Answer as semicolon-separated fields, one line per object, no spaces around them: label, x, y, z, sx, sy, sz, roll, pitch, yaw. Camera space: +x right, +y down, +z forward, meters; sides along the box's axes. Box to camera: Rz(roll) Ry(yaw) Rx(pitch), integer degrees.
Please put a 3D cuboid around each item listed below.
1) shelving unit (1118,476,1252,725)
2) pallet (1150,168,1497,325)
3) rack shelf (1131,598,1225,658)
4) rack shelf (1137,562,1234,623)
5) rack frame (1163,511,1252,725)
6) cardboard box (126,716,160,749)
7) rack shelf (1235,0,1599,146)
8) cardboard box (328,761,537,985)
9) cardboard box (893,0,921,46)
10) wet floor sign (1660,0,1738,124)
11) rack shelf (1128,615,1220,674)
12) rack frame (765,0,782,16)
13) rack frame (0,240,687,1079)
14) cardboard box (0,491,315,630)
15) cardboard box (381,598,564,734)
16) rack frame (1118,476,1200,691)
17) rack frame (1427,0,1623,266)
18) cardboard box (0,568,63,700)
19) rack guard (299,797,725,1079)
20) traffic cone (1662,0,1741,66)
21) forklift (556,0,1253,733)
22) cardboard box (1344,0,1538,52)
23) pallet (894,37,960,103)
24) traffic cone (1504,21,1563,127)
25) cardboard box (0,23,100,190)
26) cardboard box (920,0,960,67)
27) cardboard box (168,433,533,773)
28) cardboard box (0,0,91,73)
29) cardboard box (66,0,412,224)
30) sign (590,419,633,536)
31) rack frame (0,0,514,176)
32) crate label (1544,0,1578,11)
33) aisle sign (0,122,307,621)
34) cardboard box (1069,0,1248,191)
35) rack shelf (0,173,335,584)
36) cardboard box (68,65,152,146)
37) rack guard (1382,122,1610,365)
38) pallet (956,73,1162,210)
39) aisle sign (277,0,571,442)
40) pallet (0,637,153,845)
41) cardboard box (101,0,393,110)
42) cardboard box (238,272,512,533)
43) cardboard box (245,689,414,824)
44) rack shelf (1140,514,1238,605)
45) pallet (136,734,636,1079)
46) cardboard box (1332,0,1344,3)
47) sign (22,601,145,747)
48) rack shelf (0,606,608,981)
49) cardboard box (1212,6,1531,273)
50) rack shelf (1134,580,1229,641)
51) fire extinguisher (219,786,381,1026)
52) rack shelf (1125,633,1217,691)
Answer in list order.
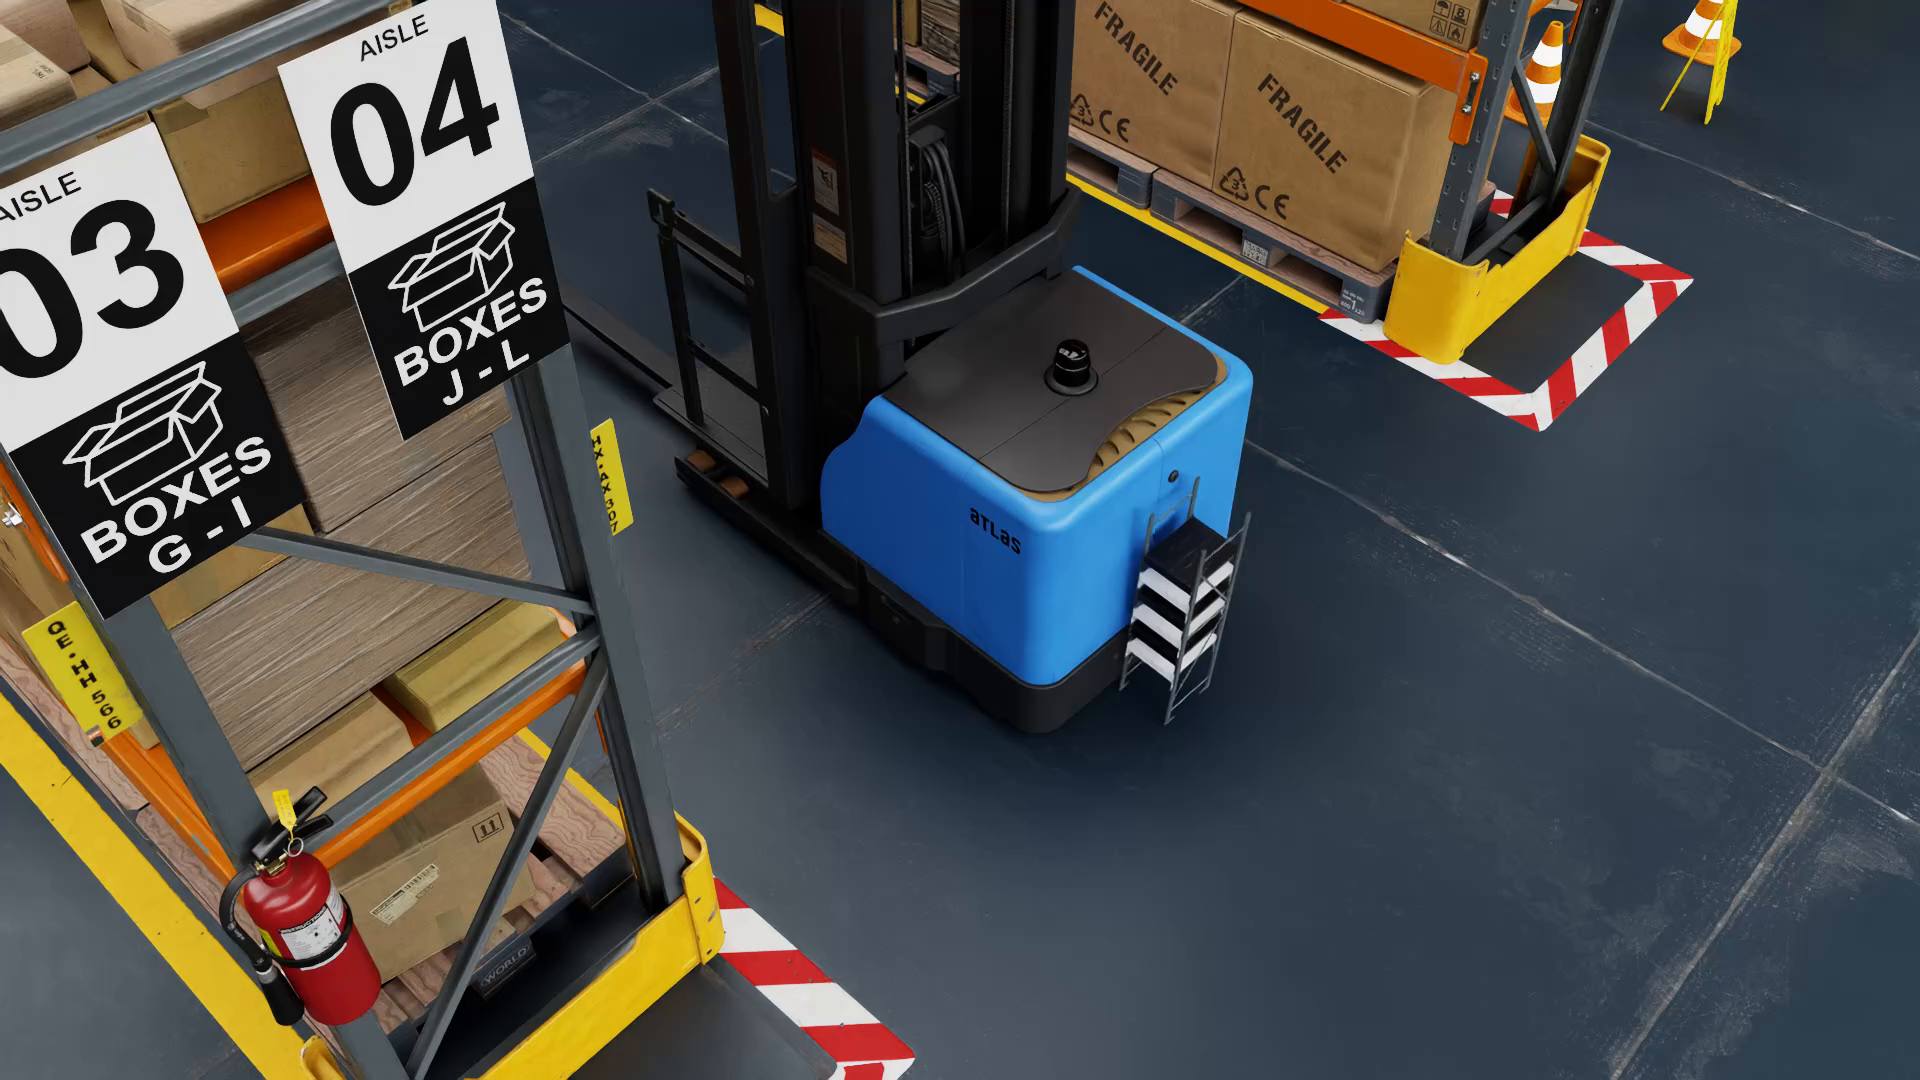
shelving unit;0.721;0.215;5.424;0.210;0.900;0.258;37;57;26
pallet;1.636;-1.546;7.557;1.213;0.211;1.003;34;55;28
rack shelf;0.720;0.237;5.449;0.200;0.077;0.258;37;57;26
rack shelf;0.726;0.119;5.314;0.200;0.077;0.258;37;57;26
rack frame;0.794;0.271;5.379;0.006;0.900;0.240;37;57;26
cardboard box;-1.913;0.295;4.087;0.250;0.149;0.380;34;55;28
rack shelf;0.807;-2.890;7.400;4.000;0.370;1.077;34;55;28
cardboard box;-1.609;0.854;4.817;0.500;0.500;0.500;-28;53;-24
cardboard box;-0.248;-3.193;8.360;0.875;0.875;0.875;35;56;28
wet floor sign;3.641;-2.388;8.050;0.232;0.644;0.267;25;52;22
rack shelf;0.717;0.297;5.517;0.200;0.077;0.258;37;57;26
rack frame;-0.662;-4.125;8.066;0.127;3.000;1.000;34;55;28
rack frame;-1.161;0.460;3.761;0.127;3.000;1.000;34;55;28
cardboard box;-1.733;-0.158;3.382;0.500;0.500;0.500;34;55;28
cardboard box;-1.209;0.277;4.105;0.250;0.149;0.380;34;55;28
rack frame;0.649;0.160;5.469;0.006;0.900;0.240;37;57;26
rack frame;2.277;-2.147;6.209;0.127;3.000;1.000;34;55;28
cardboard box;-1.996;-0.146;4.057;0.500;0.500;0.875;34;55;28
rack guard;-1.217;1.278;4.707;0.348;0.500;1.175;34;55;28
traffic cone;3.866;-2.740;8.505;0.334;0.463;0.336;34;55;28
forklift;-0.445;-1.325;5.483;3.031;2.935;1.130;36;56;29
cardboard box;1.974;-2.358;6.304;0.550;0.550;0.875;34;55;28
pallet;-0.157;-2.753;8.690;1.213;0.211;1.003;34;55;28
traffic cone;2.850;-2.302;8.094;0.334;0.463;0.336;34;55;28
cardboard box;-1.577;-0.622;2.549;0.250;0.149;0.380;34;55;28
cardboard box;0.417;-2.750;7.943;0.875;0.875;0.875;34;56;28
cardboard box;-1.547;0.037;3.885;0.500;0.500;0.875;34;55;28
cardboard box;-1.689;-0.814;2.728;0.250;0.149;0.380;32;55;27
cardboard box;-1.340;-0.892;3.076;0.500;0.250;0.500;36;56;29
sign;-0.793;-0.127;3.718;0.005;0.325;0.100;34;55;28
rack frame;-1.161;-1.594;1.574;0.127;3.000;1.000;34;55;28
crate label;3.246;-2.984;8.958;0.298;0.136;0.250;9;48;9
aisle sign;-1.319;-0.239;2.633;0.004;0.787;0.394;34;55;28
cardboard box;1.086;-2.298;7.519;0.875;0.875;0.875;33;55;27
rack shelf;-2.631;-1.310;3.858;4.000;0.370;1.077;34;55;28
cardboard box;-1.688;-0.618;2.818;0.500;0.250;0.500;35;56;28
rack guard;2.295;-1.280;7.109;0.348;0.500;1.175;34;55;28
pallet;0.744;-2.150;8.124;1.213;0.211;1.003;34;55;28
aisle sign;-0.912;-0.560;2.935;0.004;0.787;0.394;34;55;28
pallet;-2.682;0.353;5.774;1.213;0.211;1.003;34;55;28
cardboard box;-1.207;-0.912;2.821;0.250;0.149;0.380;34;55;27
cardboard box;-1.381;-0.437;3.644;0.500;0.500;0.500;34;55;28
cardboard box;-1.511;0.515;3.881;0.250;0.149;0.380;34;55;28
rack shelf;0.729;0.059;5.246;0.200;0.077;0.258;37;57;26
pallet;-1.790;0.956;5.208;1.213;0.211;1.003;34;55;28
cardboard box;1.555;-2.618;6.548;0.550;0.550;0.875;34;55;28
sign;-1.552;0.243;2.954;0.005;0.325;0.100;34;55;28
rack shelf;-2.631;-0.283;4.952;4.000;0.370;1.077;34;55;28
cardboard box;1.734;-1.864;7.112;0.875;0.875;0.875;34;56;28
rack shelf;0.723;0.178;5.382;0.200;0.077;0.258;37;57;26
fire extinguisher;-1.390;0.790;3.504;0.183;0.674;0.296;34;55;28
rack shelf;0.714;0.356;5.584;0.200;0.077;0.258;37;57;26
